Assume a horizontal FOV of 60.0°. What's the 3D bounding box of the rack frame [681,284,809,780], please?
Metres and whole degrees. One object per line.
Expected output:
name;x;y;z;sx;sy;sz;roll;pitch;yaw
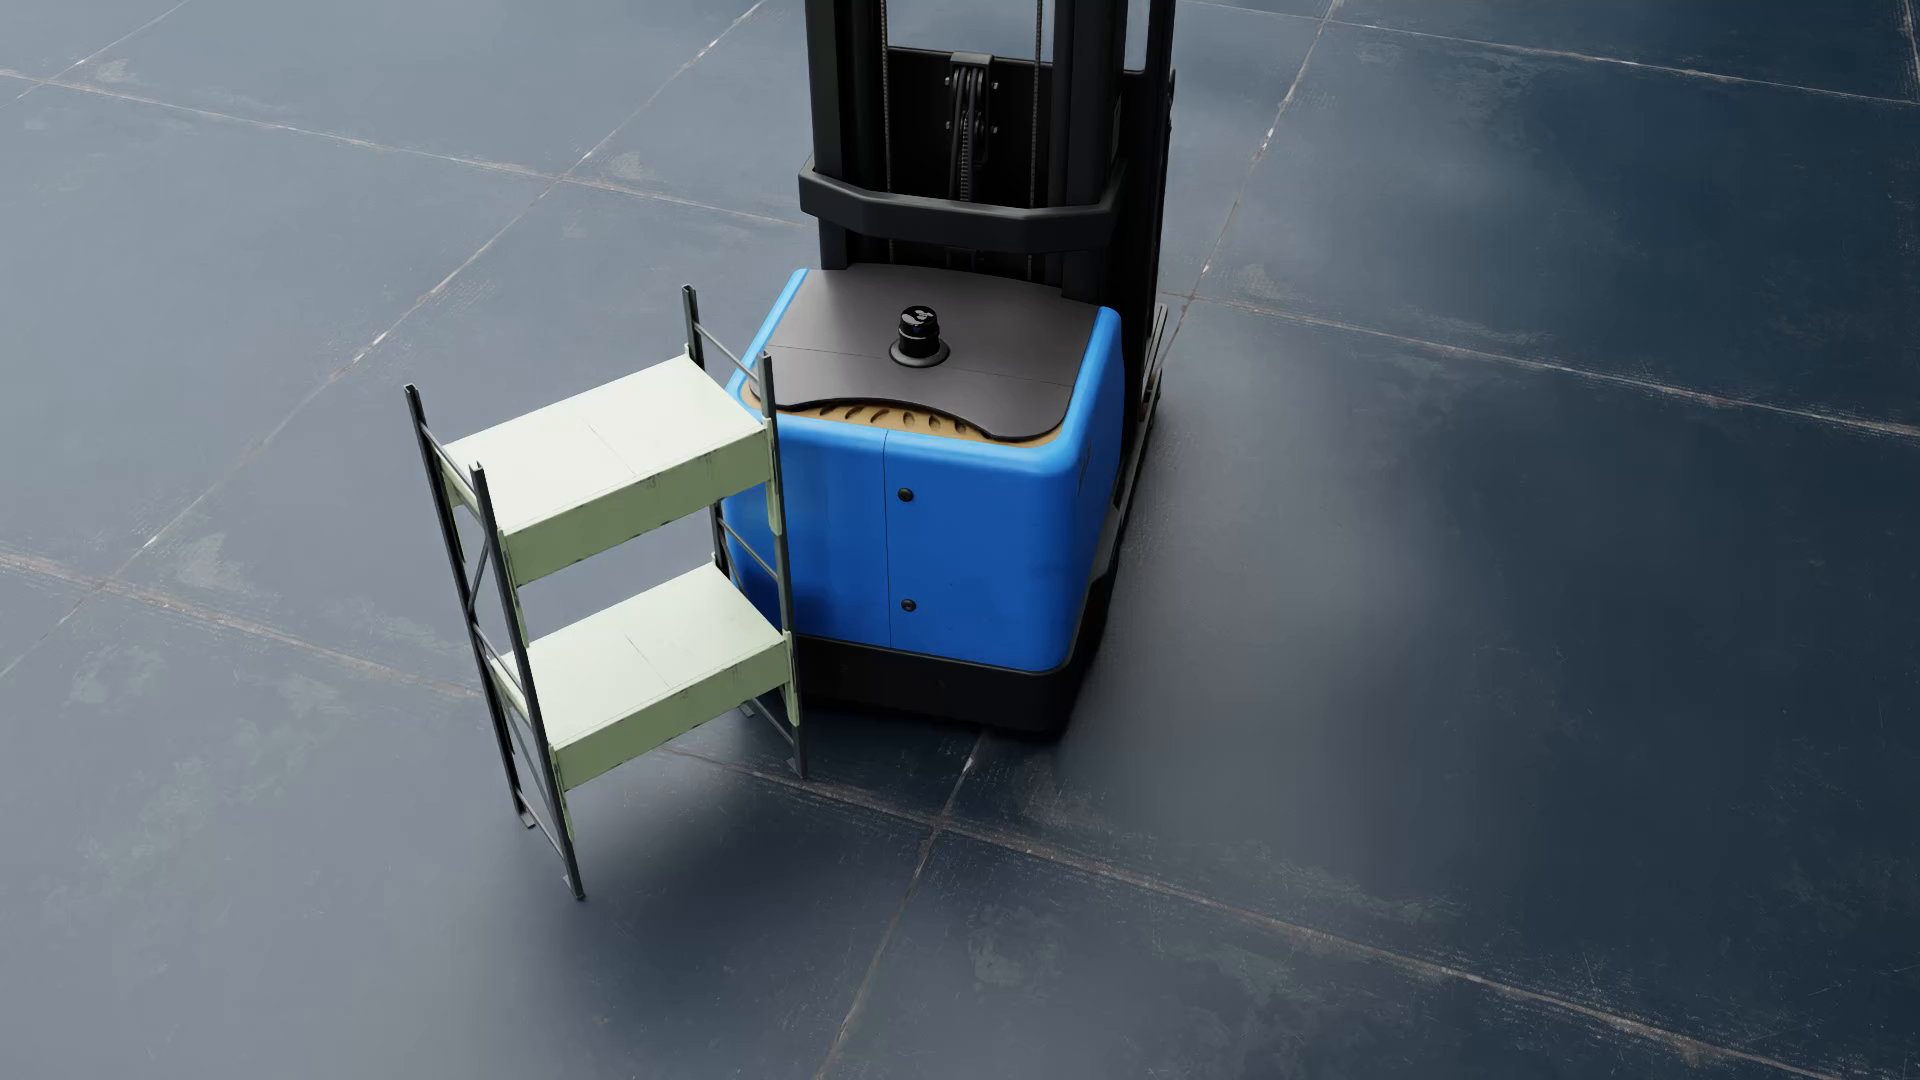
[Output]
rack frame;-0.576;0.031;4.558;0.023;1.500;0.400;-26;47;-27

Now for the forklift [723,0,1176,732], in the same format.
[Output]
forklift;0.144;-1.508;5.259;1.130;2.935;3.031;9;41;10

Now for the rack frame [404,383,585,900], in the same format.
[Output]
rack frame;-1.165;0.313;4.228;0.023;1.500;0.400;-26;47;-27

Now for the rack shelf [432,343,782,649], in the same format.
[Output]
rack shelf;-0.870;-0.125;4.139;0.720;0.370;0.431;-26;47;-27

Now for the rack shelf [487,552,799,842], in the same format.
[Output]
rack shelf;-0.870;0.420;4.604;0.720;0.370;0.431;-26;47;-27

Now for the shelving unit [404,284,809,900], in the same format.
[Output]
shelving unit;-0.870;0.172;4.393;0.755;1.500;0.431;-26;47;-27
